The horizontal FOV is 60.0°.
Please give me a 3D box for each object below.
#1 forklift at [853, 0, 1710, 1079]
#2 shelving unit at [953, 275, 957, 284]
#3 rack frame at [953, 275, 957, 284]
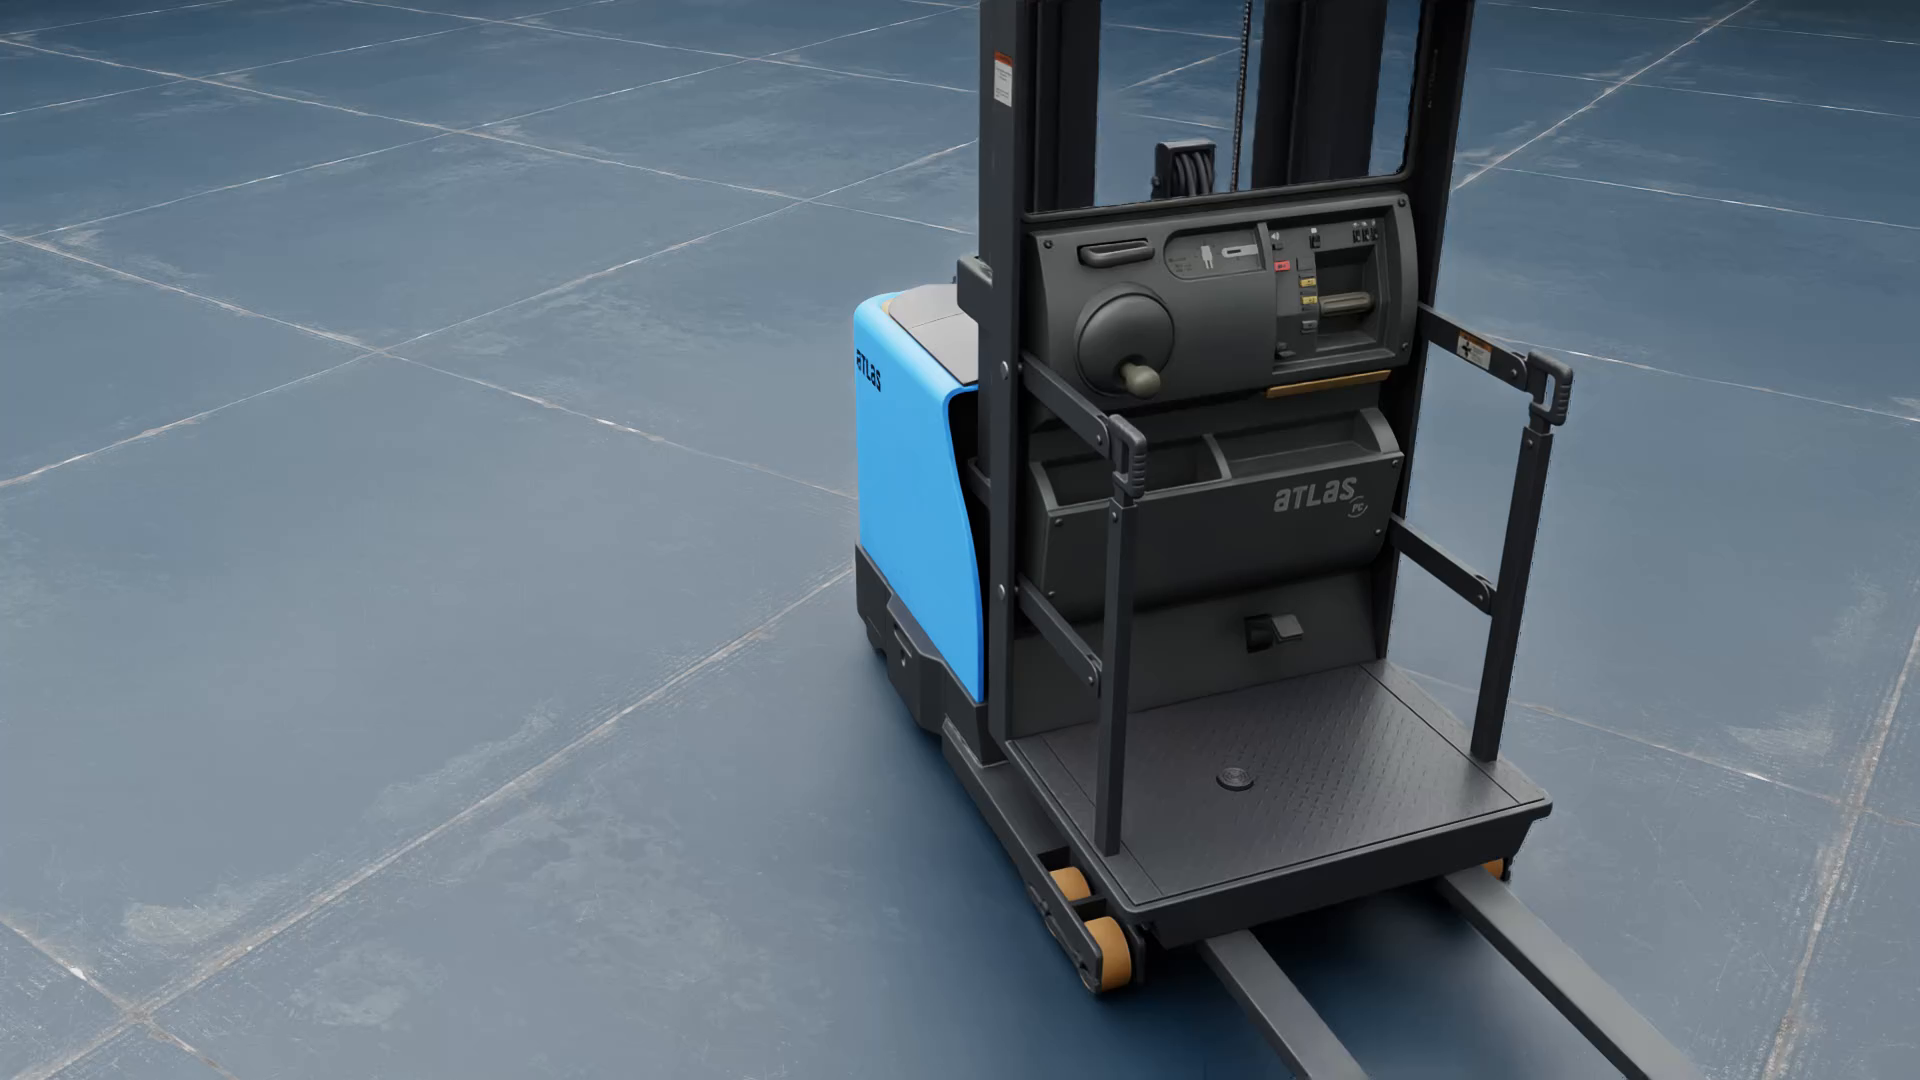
[{"bbox_3d":[0.685,-0.504,3.508,1.130,2.935,3.031,-10,29,-19],"label":"forklift"},{"bbox_3d":[0.007,-0.399,5.542,0.210,0.900,0.258,17,32,30],"label":"shelving unit"},{"bbox_3d":[-0.077,-0.425,5.593,0.006,0.900,0.240,17,32,30],"label":"rack frame"}]
